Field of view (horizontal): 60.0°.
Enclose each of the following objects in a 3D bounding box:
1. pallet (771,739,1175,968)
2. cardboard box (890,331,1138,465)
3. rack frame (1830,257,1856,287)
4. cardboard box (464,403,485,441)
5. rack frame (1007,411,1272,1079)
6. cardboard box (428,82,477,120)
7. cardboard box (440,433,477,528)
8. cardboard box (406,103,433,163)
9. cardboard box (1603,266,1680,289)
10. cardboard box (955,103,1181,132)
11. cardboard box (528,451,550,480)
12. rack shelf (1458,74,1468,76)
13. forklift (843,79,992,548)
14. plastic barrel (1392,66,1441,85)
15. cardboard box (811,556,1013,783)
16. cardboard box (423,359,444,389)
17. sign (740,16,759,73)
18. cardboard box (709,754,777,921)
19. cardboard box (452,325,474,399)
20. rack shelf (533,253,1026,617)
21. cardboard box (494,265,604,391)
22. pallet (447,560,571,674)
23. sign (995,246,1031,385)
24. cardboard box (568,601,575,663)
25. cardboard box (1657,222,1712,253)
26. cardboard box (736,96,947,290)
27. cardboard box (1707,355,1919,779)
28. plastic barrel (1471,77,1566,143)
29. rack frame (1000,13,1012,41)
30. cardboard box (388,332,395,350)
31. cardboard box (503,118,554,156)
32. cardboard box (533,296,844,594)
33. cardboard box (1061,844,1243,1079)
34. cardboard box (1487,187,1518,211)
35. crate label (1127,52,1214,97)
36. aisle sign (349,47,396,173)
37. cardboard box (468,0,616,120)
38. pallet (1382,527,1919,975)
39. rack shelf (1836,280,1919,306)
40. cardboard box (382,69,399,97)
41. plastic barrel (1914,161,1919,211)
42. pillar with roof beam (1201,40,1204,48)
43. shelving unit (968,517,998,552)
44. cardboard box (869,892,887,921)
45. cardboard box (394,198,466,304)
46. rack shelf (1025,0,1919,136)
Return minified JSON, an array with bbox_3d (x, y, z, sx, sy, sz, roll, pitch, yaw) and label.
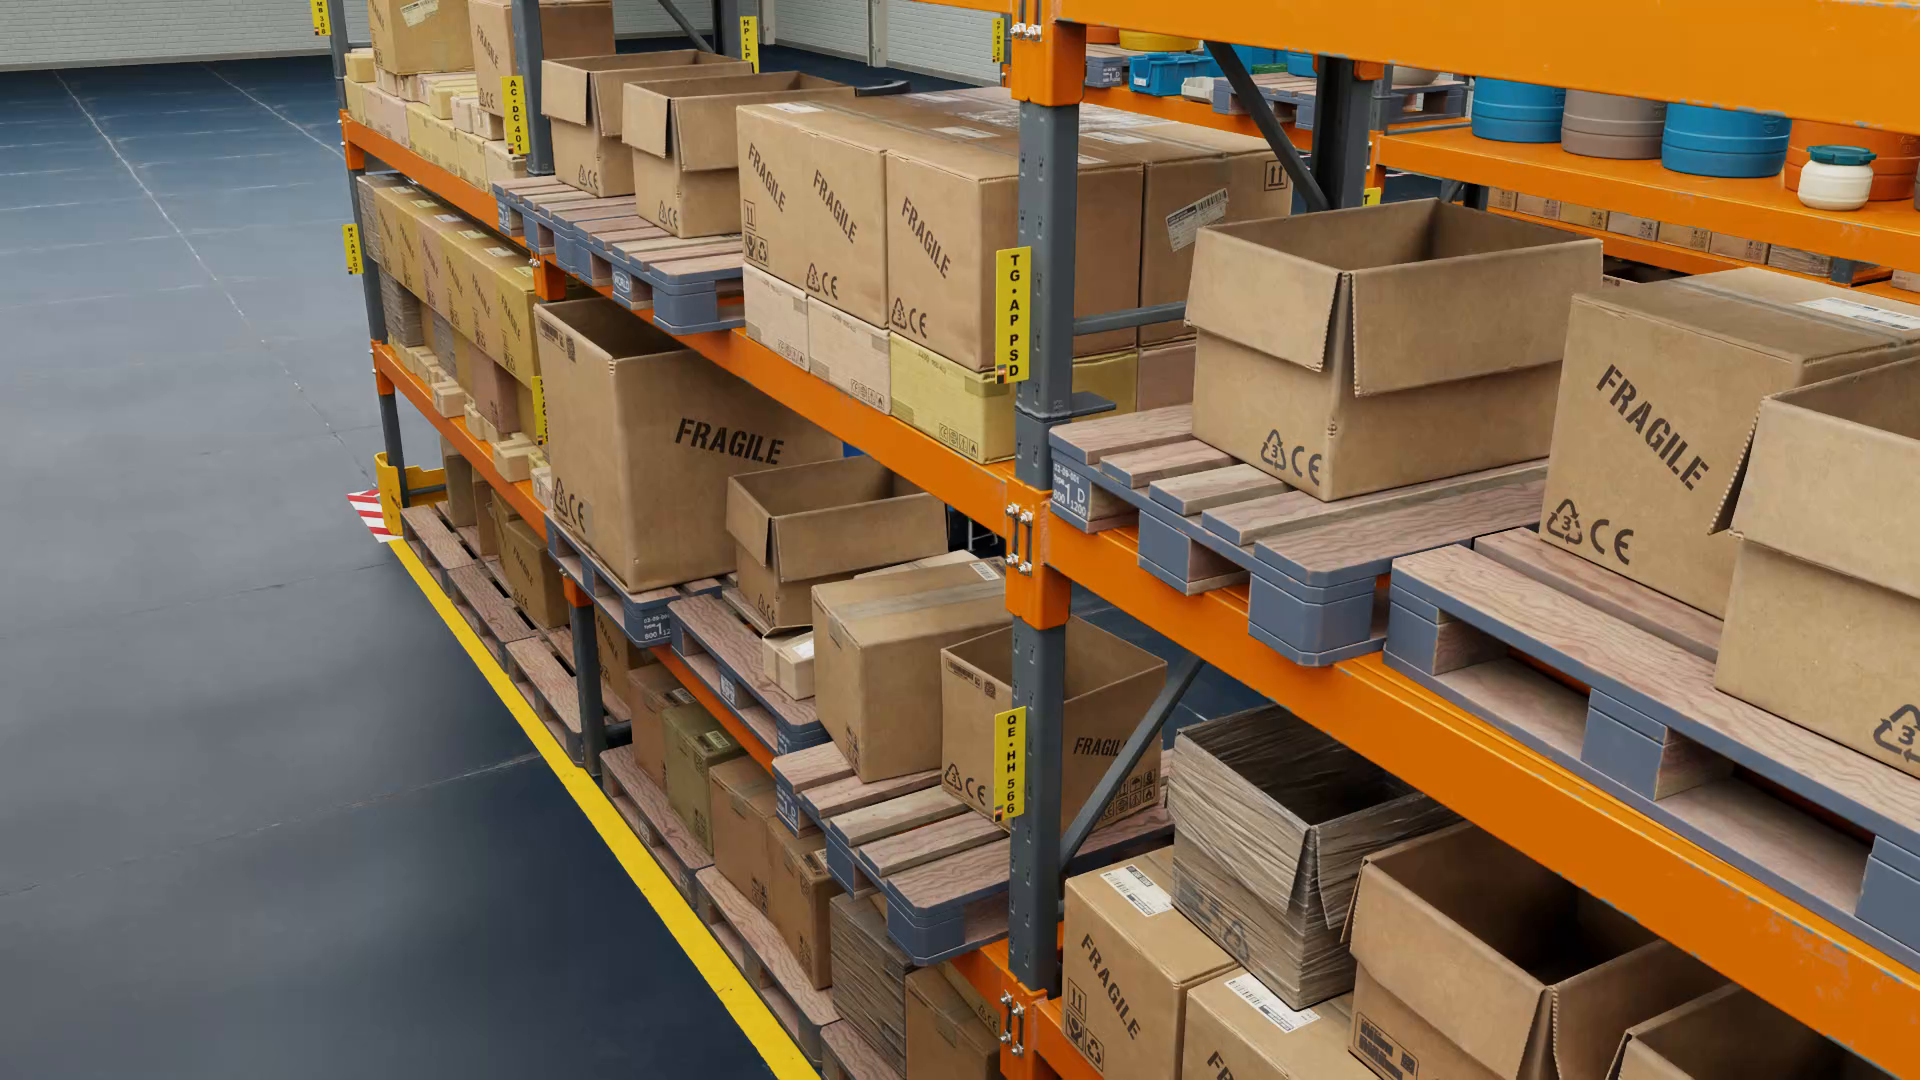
[{"bbox_3d":[0.142,0.869,5.445,1.213,0.211,1.003,-13,25,-28],"label":"pallet"},{"bbox_3d":[0.143,-0.437,4.618,0.500,0.250,0.500,-13,25,-28],"label":"cardboard box"},{"bbox_3d":[7.072,-2.209,12.762,1.000,3.000,0.127,-13,25,-28],"label":"rack frame"},{"bbox_3d":[-2.562,-0.690,9.358,0.380,0.149,0.250,-13,25,-28],"label":"cardboard box"},{"bbox_3d":[0.597,0.990,4.892,1.000,3.000,0.127,-13,25,-28],"label":"rack frame"},{"bbox_3d":[-2.538,-2.285,8.635,0.380,0.149,0.250,-11,25,-26],"label":"cardboard box"},{"bbox_3d":[-3.185,-0.431,11.149,0.500,0.500,0.500,-8,23,-18],"label":"cardboard box"},{"bbox_3d":[-2.677,-2.219,9.004,0.500,0.250,0.500,-12,25,-27],"label":"cardboard box"},{"bbox_3d":[5.876,-2.069,14.517,0.500,0.500,0.500,-13,25,-28],"label":"cardboard box"},{"bbox_3d":[0.322,-1.044,5.116,0.500,0.500,0.500,-12,25,-28],"label":"cardboard box"},{"bbox_3d":[-2.004,-0.377,8.588,0.380,0.149,0.250,-13,25,-28],"label":"cardboard box"},{"bbox_3d":[6.050,-3.913,13.926,1.077,0.370,4.000,-13,25,-28],"label":"rack shelf"},{"bbox_3d":[-0.950,-1.713,11.634,1.130,2.935,3.031,-20,29,-39],"label":"forklift"},{"bbox_3d":[2.761,-3.070,10.192,0.421,0.512,0.421,0,22,0],"label":"plastic barrel"},{"bbox_3d":[-0.084,0.421,5.602,0.700,0.500,0.500,-9,24,-20],"label":"cardboard box"},{"bbox_3d":[-3.056,-1.017,10.164,0.380,0.149,0.250,-13,25,-28],"label":"cardboard box"},{"bbox_3d":[-0.971,-2.224,7.606,0.100,0.325,0.005,-13,25,-28],"label":"sign"},{"bbox_3d":[-0.637,1.192,7.132,0.700,0.500,0.500,-15,27,-33],"label":"cardboard box"},{"bbox_3d":[-2.410,-1.127,9.573,0.875,0.500,0.500,-13,25,-28],"label":"cardboard box"},{"bbox_3d":[-0.424,-0.714,6.055,1.077,0.370,4.000,-13,25,-28],"label":"rack shelf"},{"bbox_3d":[-1.913,-1.045,8.042,0.500,0.500,0.500,-13,25,-28],"label":"cardboard box"},{"bbox_3d":[-2.447,0.381,10.093,1.003,0.211,1.213,-13,25,-28],"label":"pallet"},{"bbox_3d":[0.130,-0.535,3.974,0.100,0.325,0.005,-13,25,-28],"label":"sign"},{"bbox_3d":[-1.915,0.338,9.259,0.500,0.500,0.500,-5,23,-11],"label":"cardboard box"},{"bbox_3d":[6.312,-2.730,13.912,0.700,0.500,0.500,-12,25,-27],"label":"cardboard box"},{"bbox_3d":[-0.373,-1.111,5.280,0.500,0.500,0.500,-12,25,-27],"label":"cardboard box"},{"bbox_3d":[1.659,0.015,2.611,0.797,0.503,0.637,-13,25,-29],"label":"cardboard box"},{"bbox_3d":[3.258,-2.756,9.460,0.600,0.901,0.708,-13,25,-28],"label":"plastic barrel"},{"bbox_3d":[0.769,-5.331,12.477,1.000,3.000,0.127,-13,25,-28],"label":"rack frame"},{"bbox_3d":[-3.549,-1.345,10.970,0.380,0.149,0.250,-13,25,-28],"label":"cardboard box"},{"bbox_3d":[-1.861,-1.859,7.588,0.380,0.149,0.250,-12,25,-27],"label":"cardboard box"},{"bbox_3d":[-1.161,-0.493,7.186,1.000,1.000,1.000,-12,25,-28],"label":"cardboard box"},{"bbox_3d":[0.612,1.154,4.357,0.500,0.500,0.500,-12,25,-27],"label":"cardboard box"},{"bbox_3d":[5.256,-3.396,15.551,0.700,0.500,0.500,-13,25,-28],"label":"cardboard box"},{"bbox_3d":[1.441,-3.203,11.423,0.502,0.251,0.408,-13,25,-28],"label":"crate label"},{"bbox_3d":[-3.779,-2.766,10.681,0.394,0.787,0.004,-13,25,-28],"label":"aisle sign"},{"bbox_3d":[-1.895,-2.207,7.581,0.500,0.500,0.500,-13,26,-30],"label":"cardboard box"},{"bbox_3d":[1.545,0.248,2.985,1.003,0.211,1.213,-11,25,-26],"label":"pallet"},{"bbox_3d":[8.094,-1.228,11.305,1.077,0.370,4.000,-13,25,-28],"label":"rack shelf"},{"bbox_3d":[-3.065,-2.629,9.481,0.380,0.149,0.250,-13,25,-28],"label":"cardboard box"},{"bbox_3d":[4.622,-1.892,7.333,0.600,0.901,0.600,0,22,0],"label":"plastic barrel"},{"bbox_3d":[0.556,-10.233,24.537,9.100,9.000,0.400,-13,25,-28],"label":"pillar with roof beam"},{"bbox_3d":[0.300,-0.430,10.776,0.258,1.200,0.503,-16,27,-33],"label":"shelving unit"},{"bbox_3d":[-0.051,1.216,6.075,0.500,0.250,0.500,-10,24,-22],"label":"cardboard box"},{"bbox_3d":[-2.937,-1.692,9.634,0.500,0.500,0.500,-13,25,-28],"label":"cardboard box"},{"bbox_3d":[1.619,-0.623,2.380,1.077,0.370,4.000,-13,25,-28],"label":"rack shelf"}]
